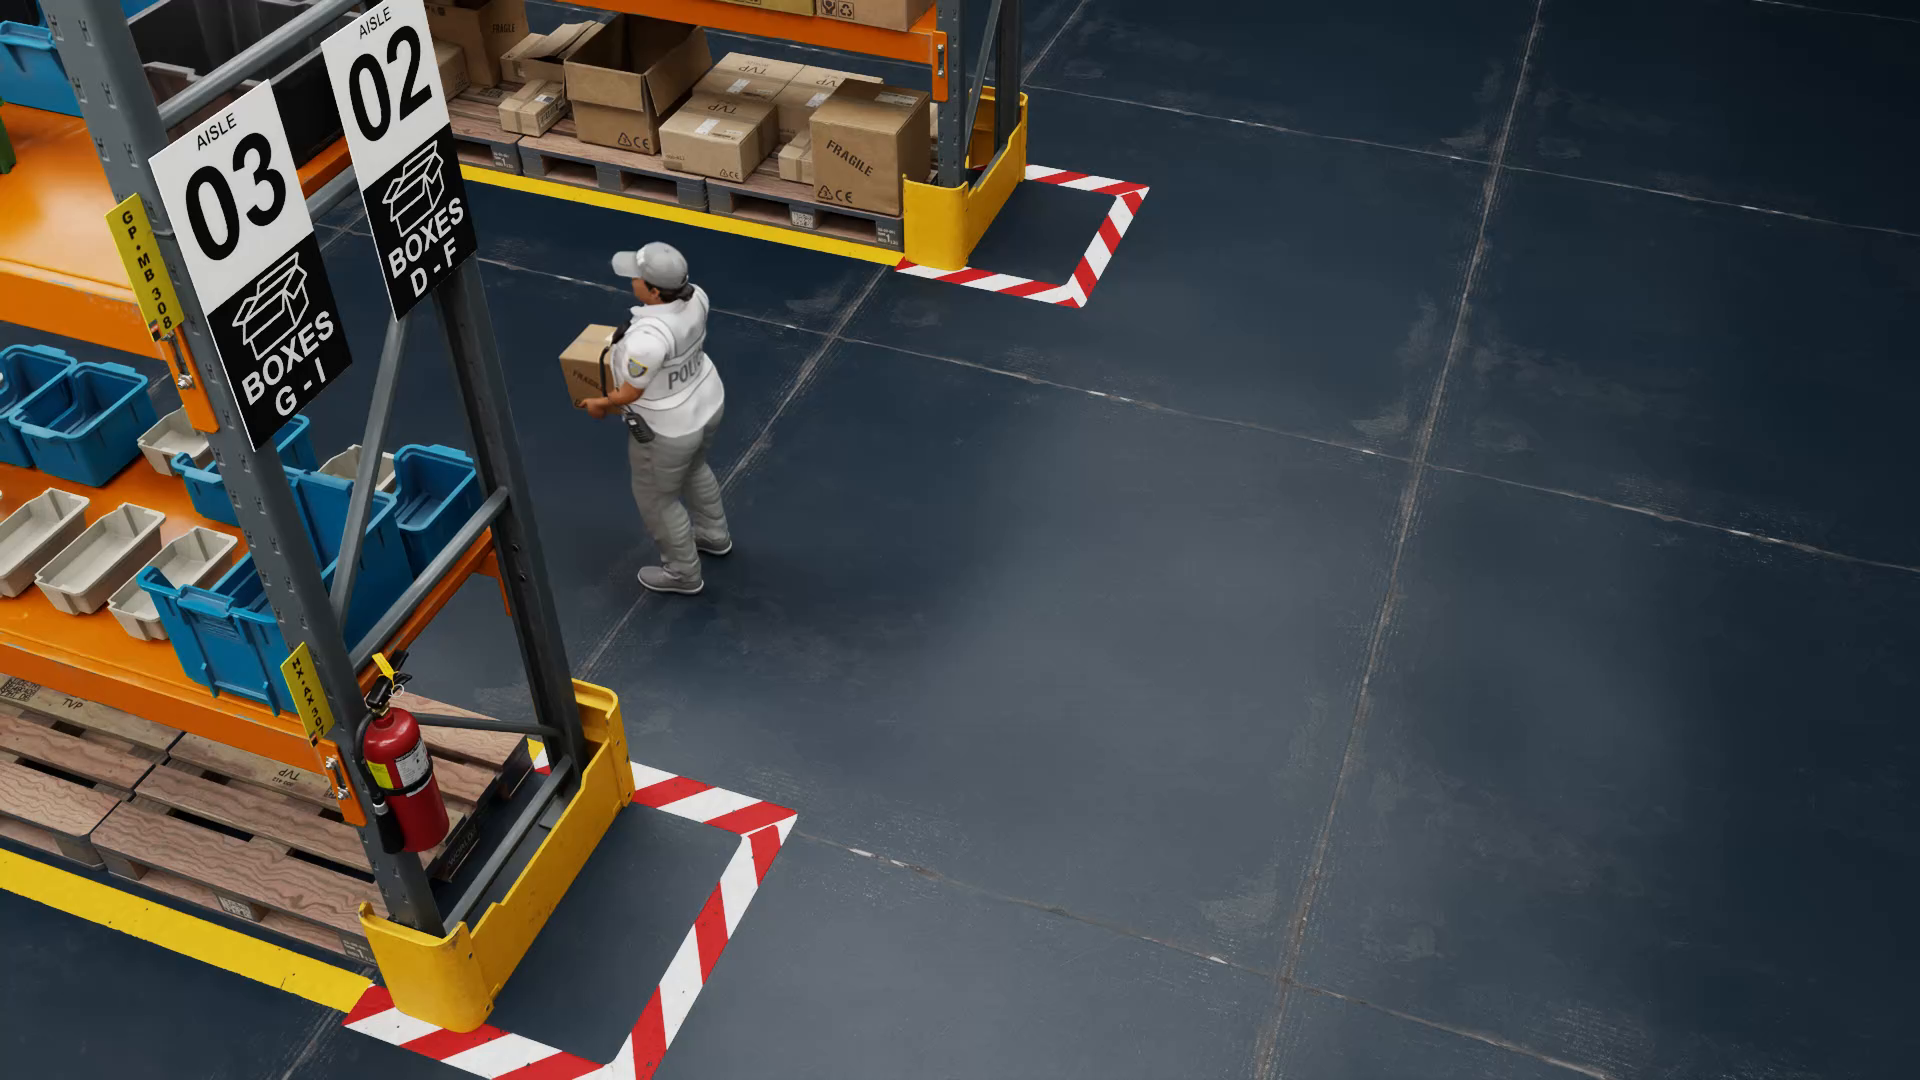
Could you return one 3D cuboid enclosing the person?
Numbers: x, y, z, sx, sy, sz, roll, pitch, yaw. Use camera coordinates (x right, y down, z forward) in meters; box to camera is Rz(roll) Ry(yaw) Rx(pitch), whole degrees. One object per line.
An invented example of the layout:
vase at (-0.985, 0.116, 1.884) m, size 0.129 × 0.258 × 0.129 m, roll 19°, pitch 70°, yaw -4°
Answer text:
person at (-1.234, -0.509, 6.735) m, size 0.535 × 1.653 × 0.453 m, roll 14°, pitch 44°, yaw 15°
